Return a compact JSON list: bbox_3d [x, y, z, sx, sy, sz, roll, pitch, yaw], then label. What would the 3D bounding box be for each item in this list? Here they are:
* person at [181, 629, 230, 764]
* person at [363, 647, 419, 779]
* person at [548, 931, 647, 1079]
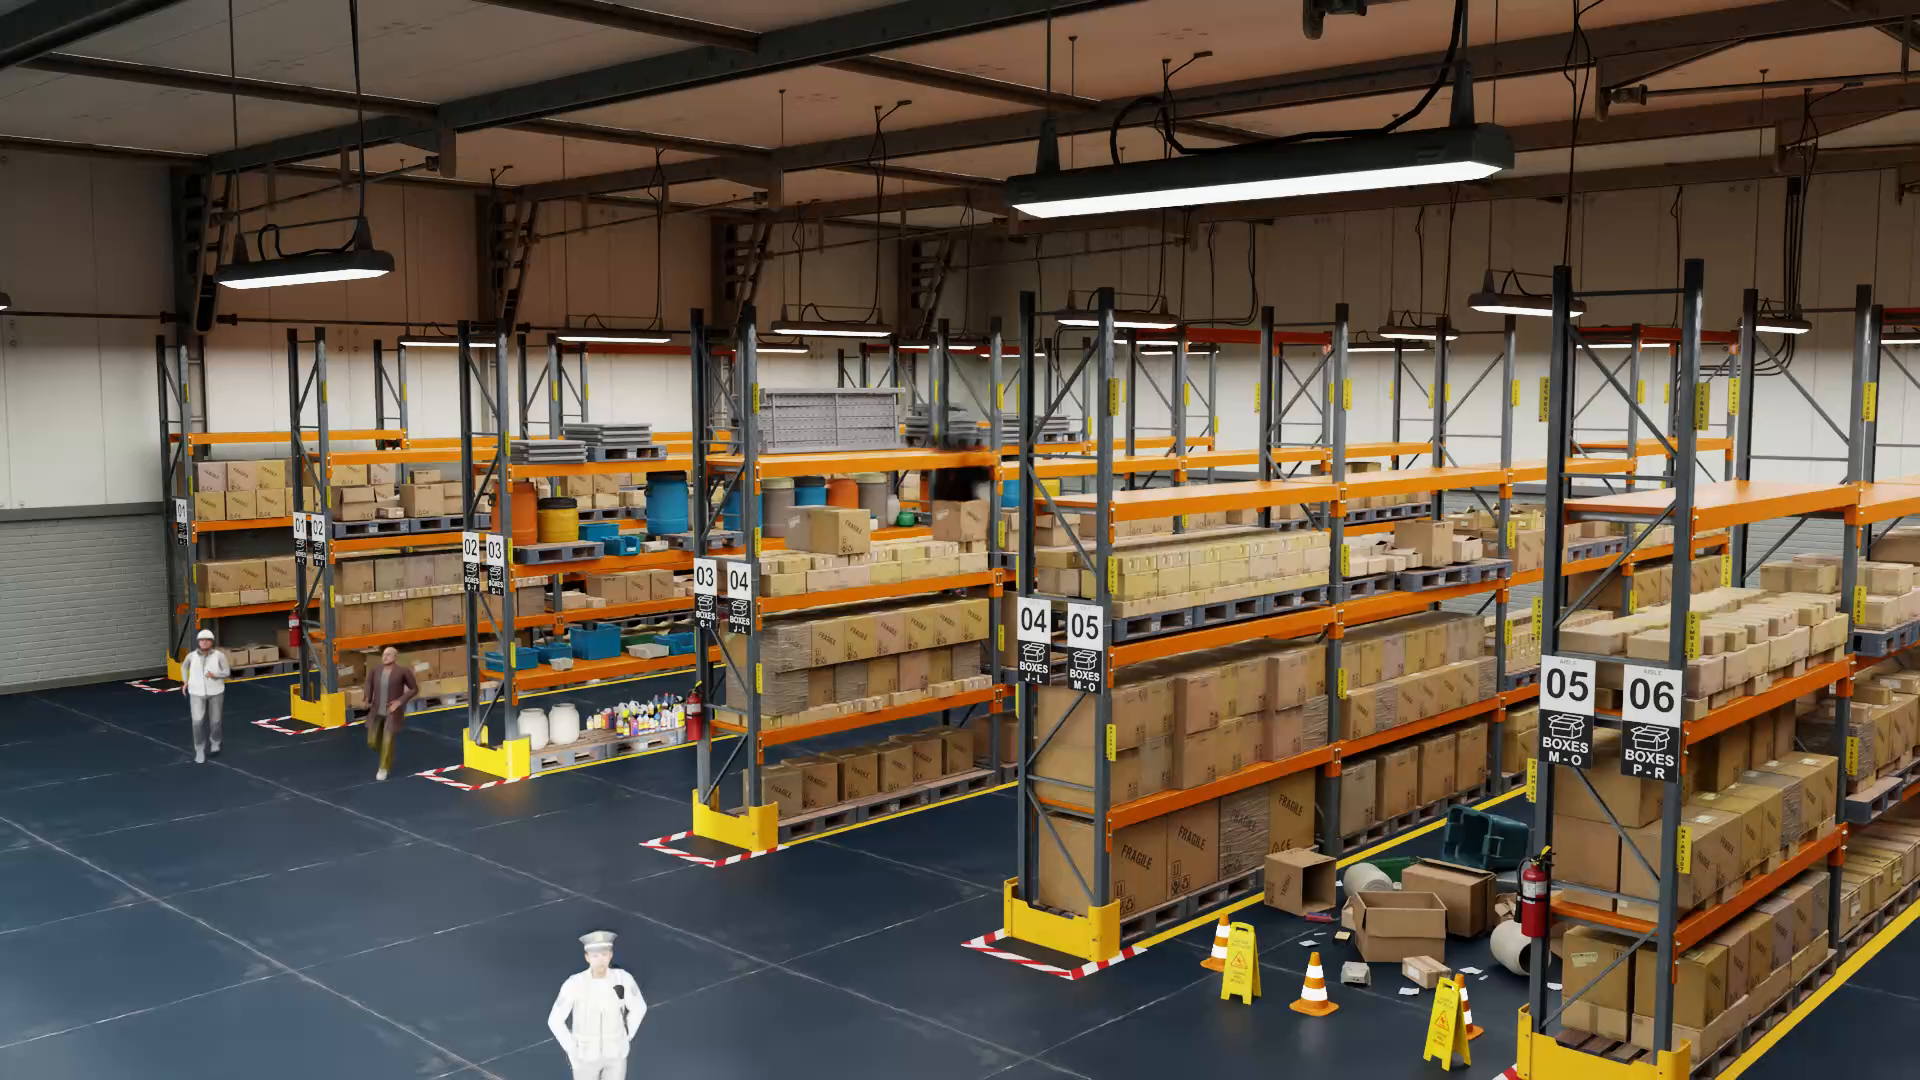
[{"bbox_3d":[-10.363,2.141,22.870,0.627,1.831,0.752,-2,6,-23],"label":"person"},{"bbox_3d":[-7.489,2.256,21.885,0.736,1.732,0.622,1,5,7],"label":"person"},{"bbox_3d":[-2.333,3.323,10.772,0.631,1.659,0.729,-2,6,-20],"label":"person"}]
